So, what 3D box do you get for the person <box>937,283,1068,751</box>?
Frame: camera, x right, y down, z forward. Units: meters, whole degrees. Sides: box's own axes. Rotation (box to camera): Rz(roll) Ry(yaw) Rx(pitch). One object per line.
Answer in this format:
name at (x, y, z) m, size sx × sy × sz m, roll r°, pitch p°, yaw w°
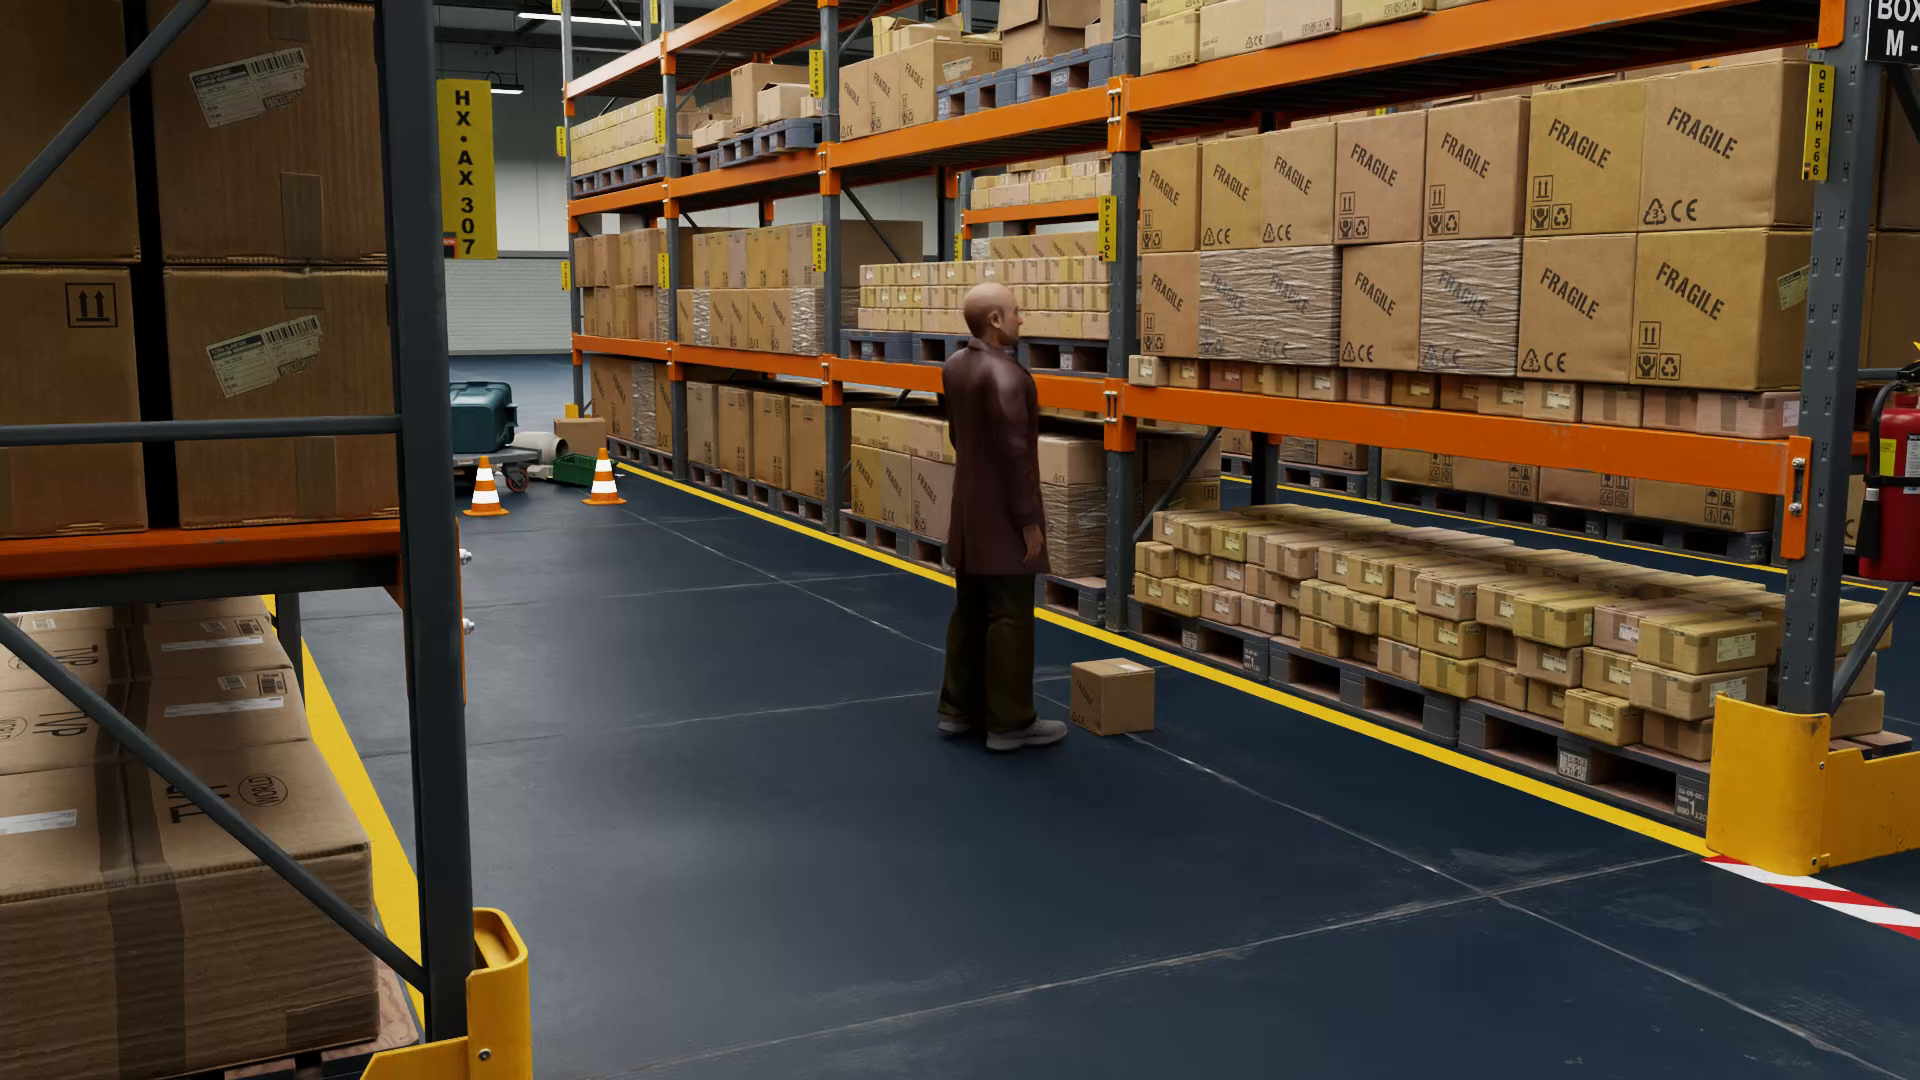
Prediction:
person at (0.178, 0.008, 6.462) m, size 0.445 × 1.603 × 0.574 m, roll -4°, pitch 9°, yaw -25°
